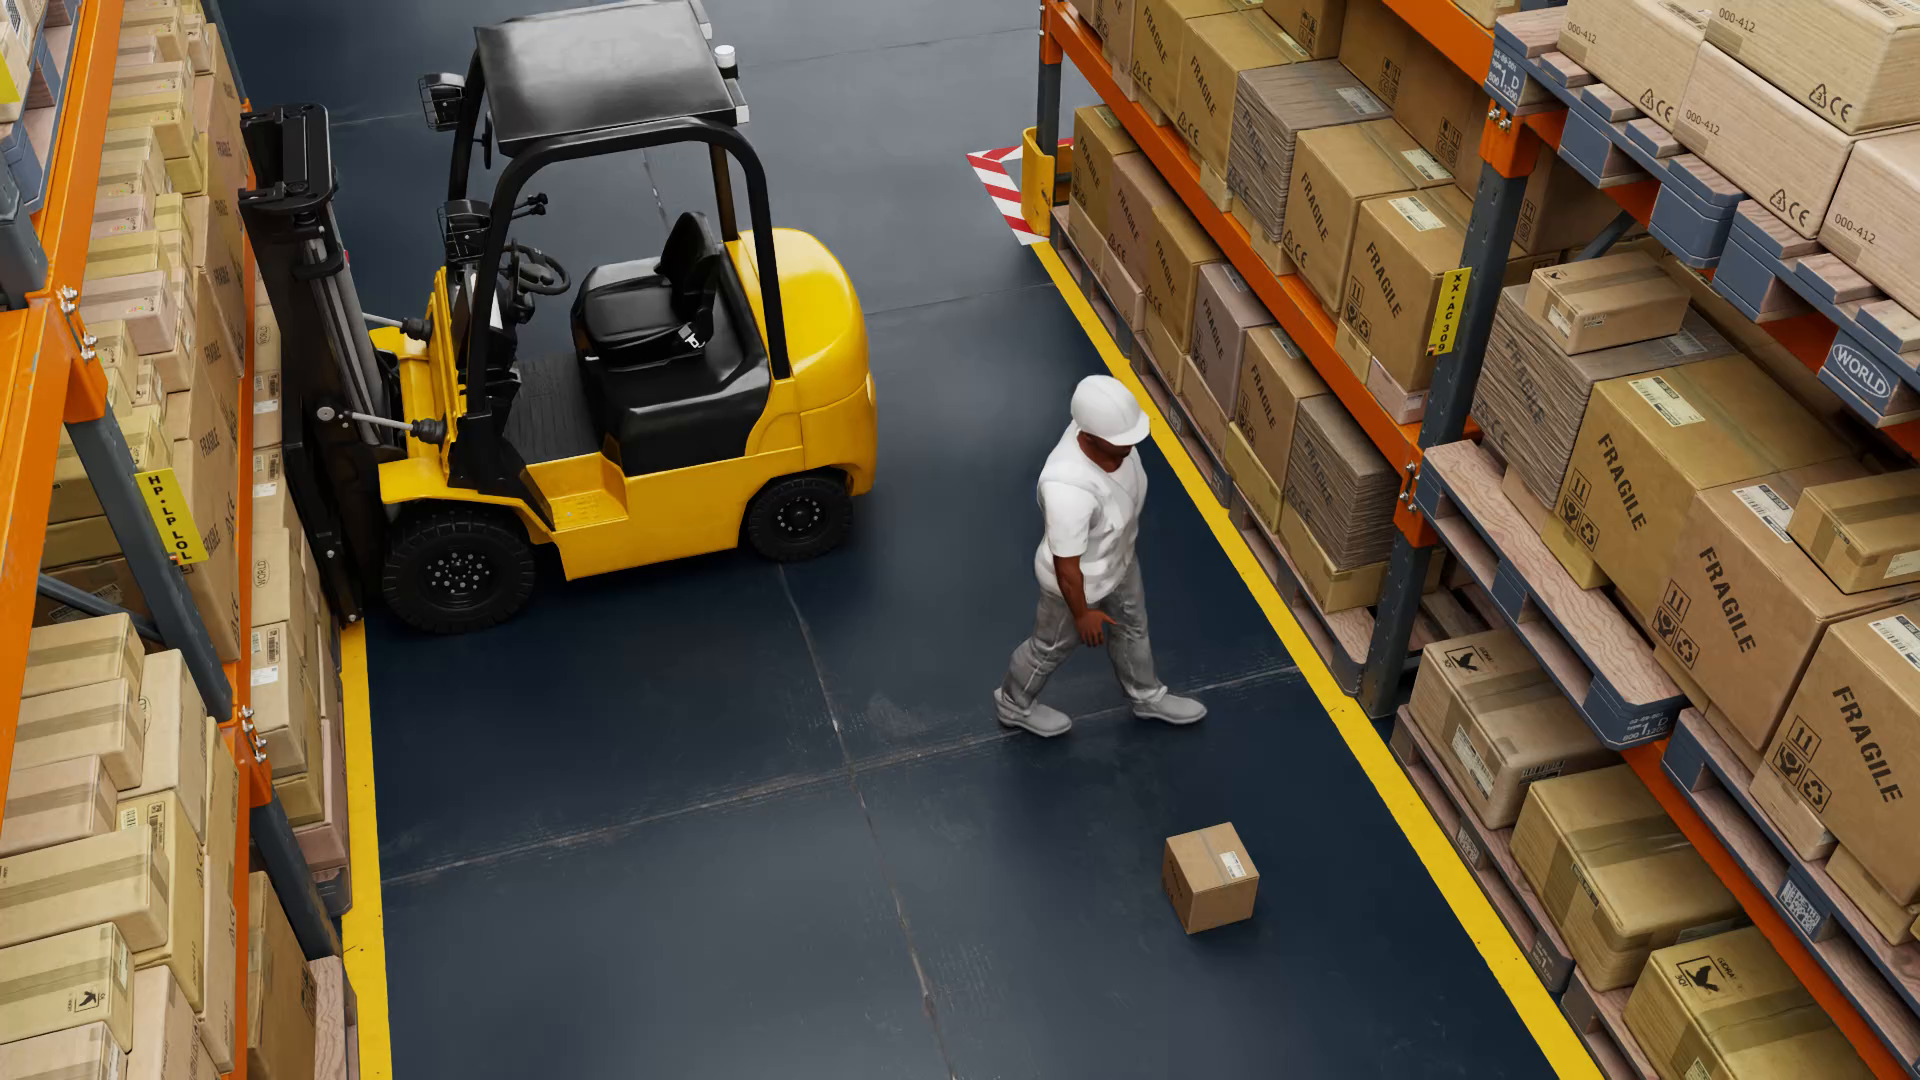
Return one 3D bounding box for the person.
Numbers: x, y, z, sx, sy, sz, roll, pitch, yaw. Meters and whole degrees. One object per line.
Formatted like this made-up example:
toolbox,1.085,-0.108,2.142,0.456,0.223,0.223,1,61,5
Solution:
person,0.612,0.266,5.837,0.566,1.765,0.584,29,50,29
